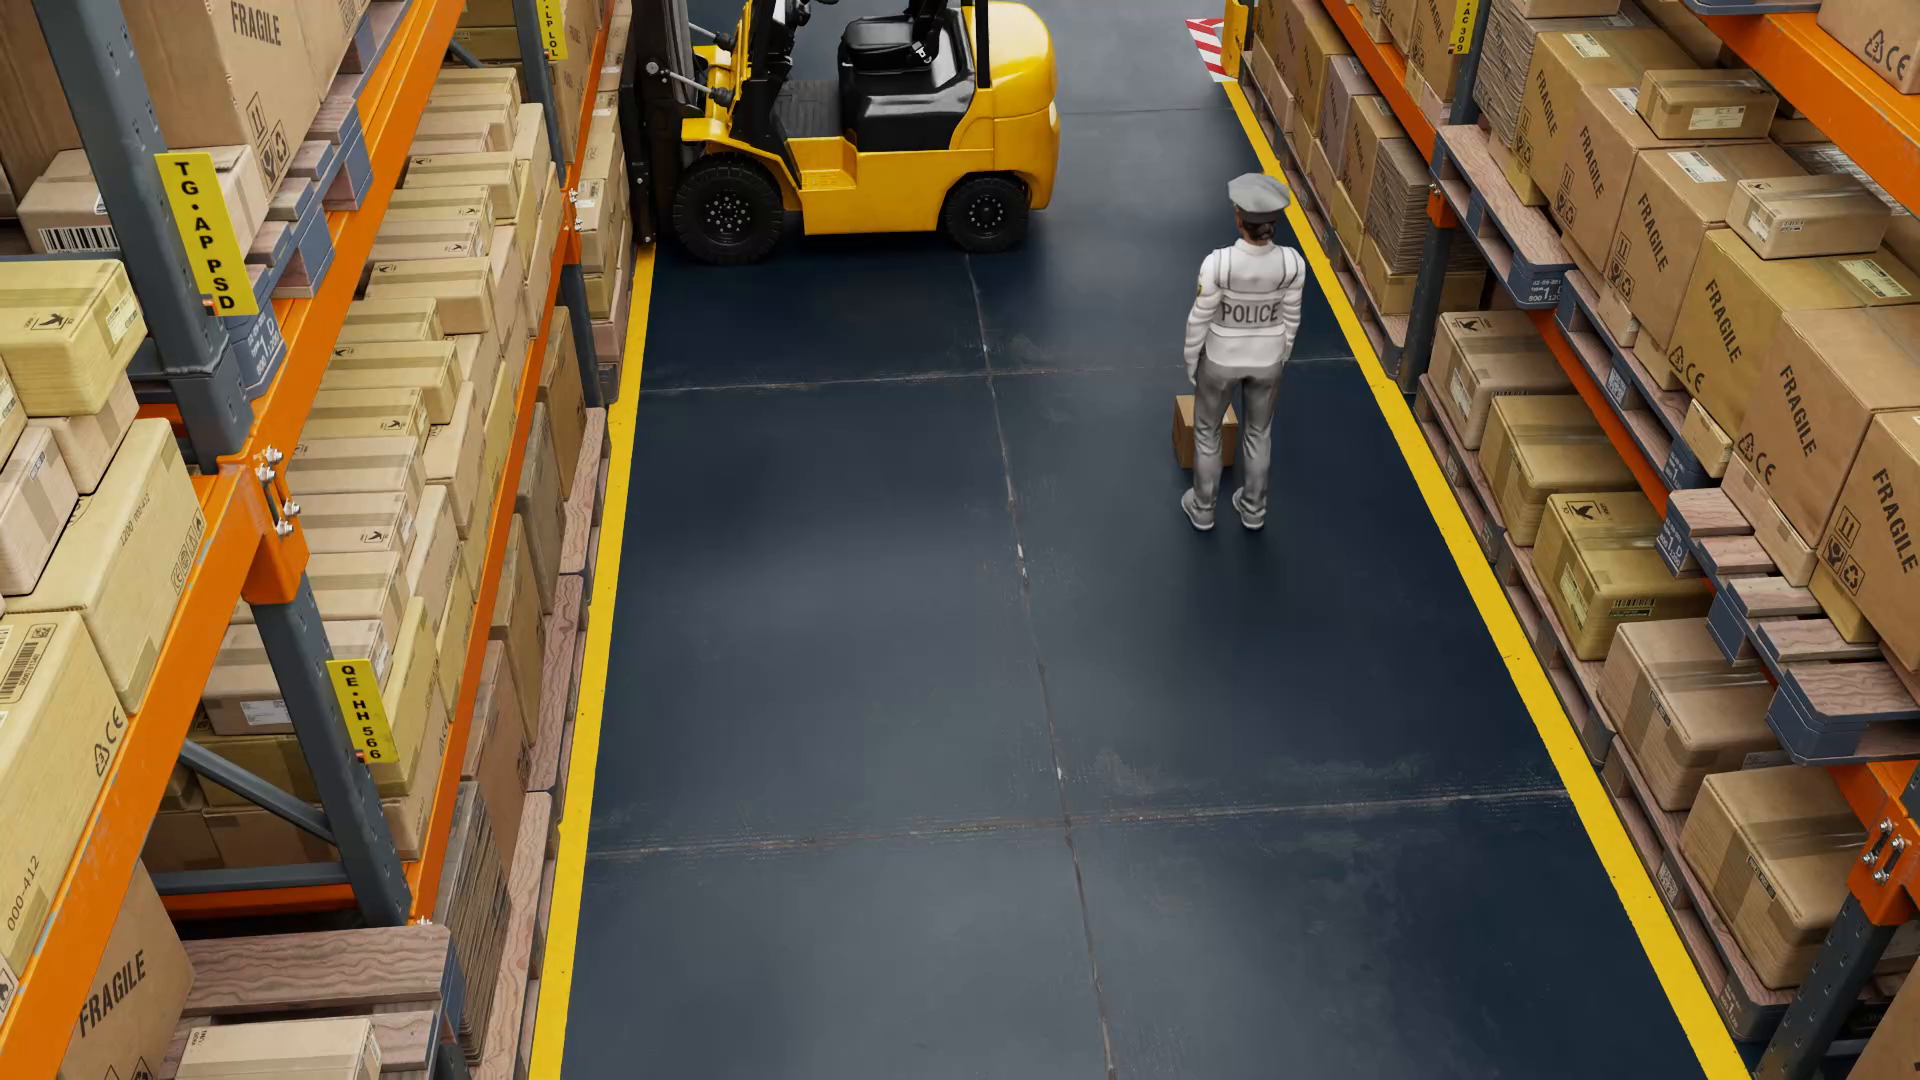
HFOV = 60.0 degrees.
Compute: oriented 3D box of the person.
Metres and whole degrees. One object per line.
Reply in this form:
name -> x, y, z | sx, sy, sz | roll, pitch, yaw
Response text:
person -> 1.180, -0.766, 7.092 | 0.468, 1.663, 0.329 | -2, 39, -3
